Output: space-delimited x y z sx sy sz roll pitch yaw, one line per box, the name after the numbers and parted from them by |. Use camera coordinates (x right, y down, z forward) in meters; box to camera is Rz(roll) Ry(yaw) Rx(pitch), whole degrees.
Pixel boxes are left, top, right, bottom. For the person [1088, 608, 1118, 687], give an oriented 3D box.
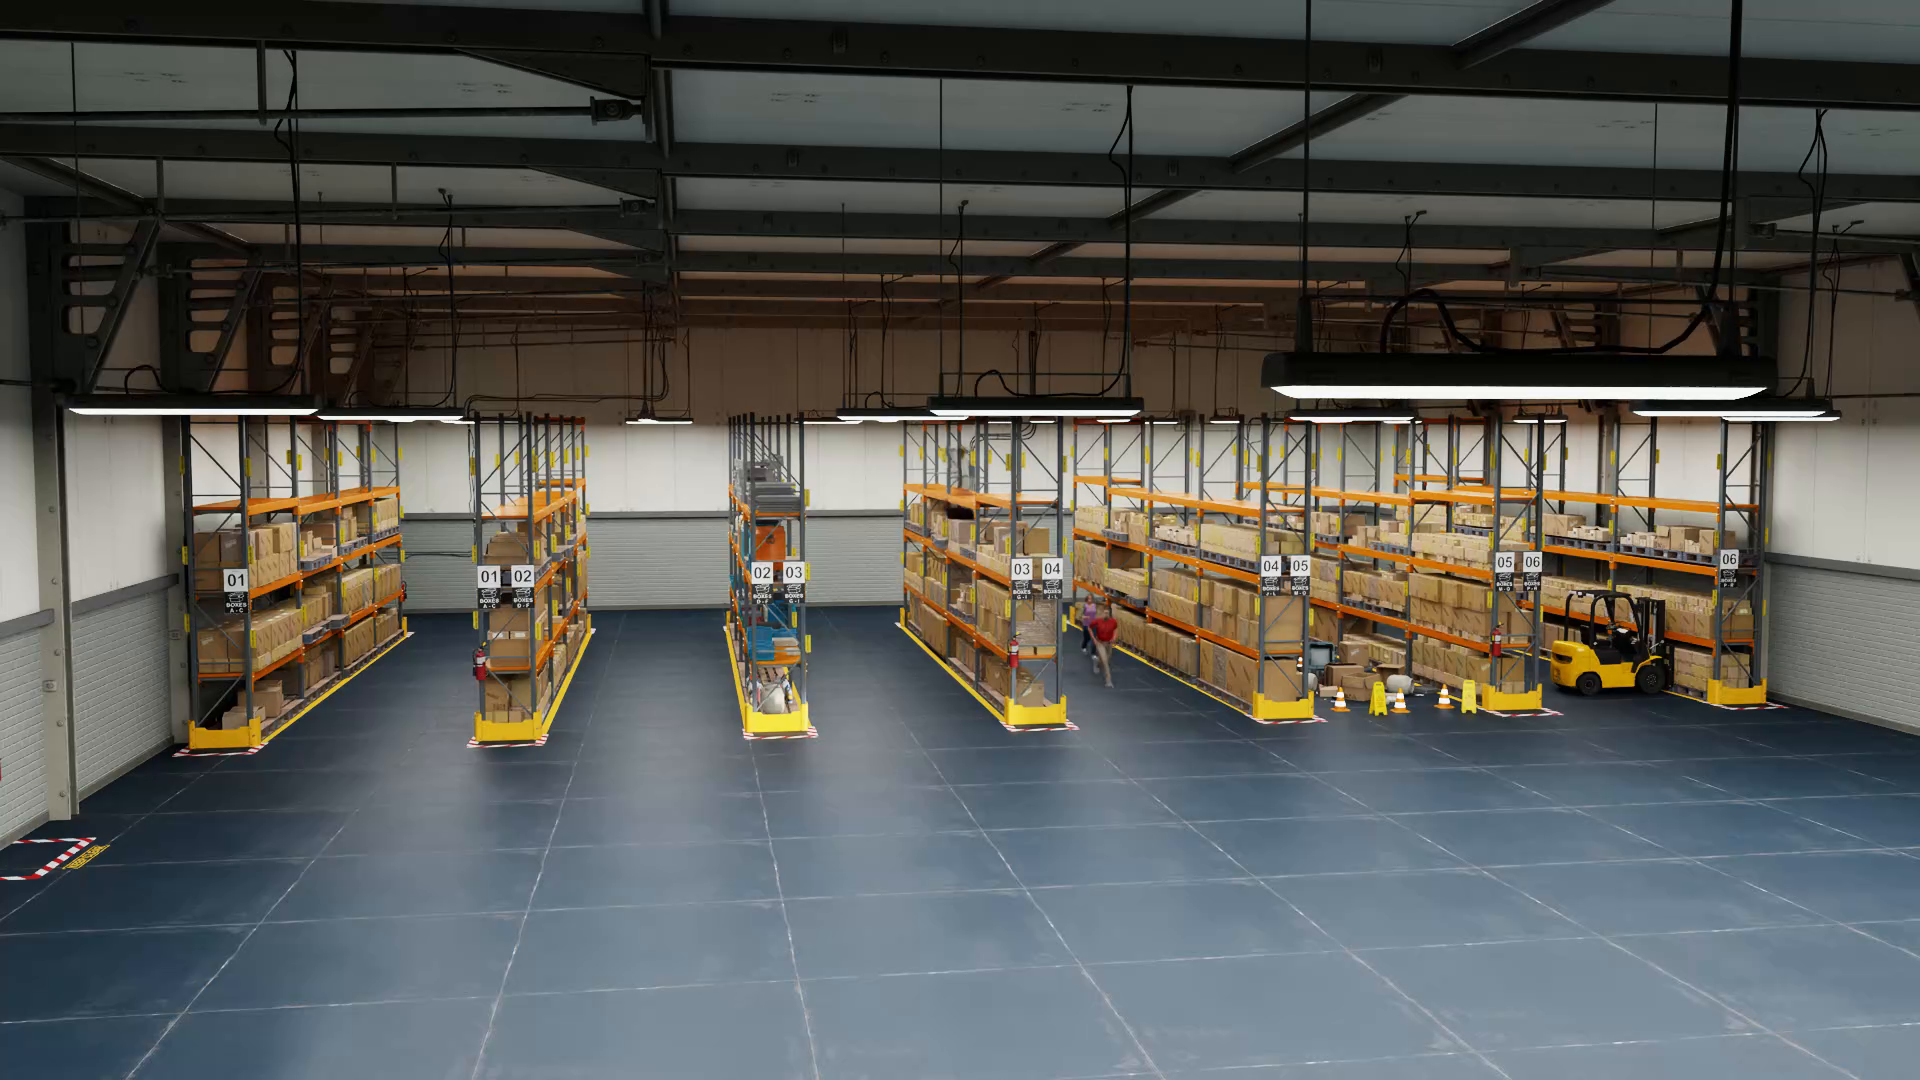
3.194 2.370 37.124 0.664 1.733 1.058 -1 4 -19 | person

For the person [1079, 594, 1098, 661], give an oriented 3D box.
3.178 2.130 40.958 0.536 1.609 0.875 -1 4 -13 | person

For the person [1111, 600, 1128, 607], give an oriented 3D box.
4.711 1.536 49.376 0.845 1.682 0.619 2 4 26 | person
